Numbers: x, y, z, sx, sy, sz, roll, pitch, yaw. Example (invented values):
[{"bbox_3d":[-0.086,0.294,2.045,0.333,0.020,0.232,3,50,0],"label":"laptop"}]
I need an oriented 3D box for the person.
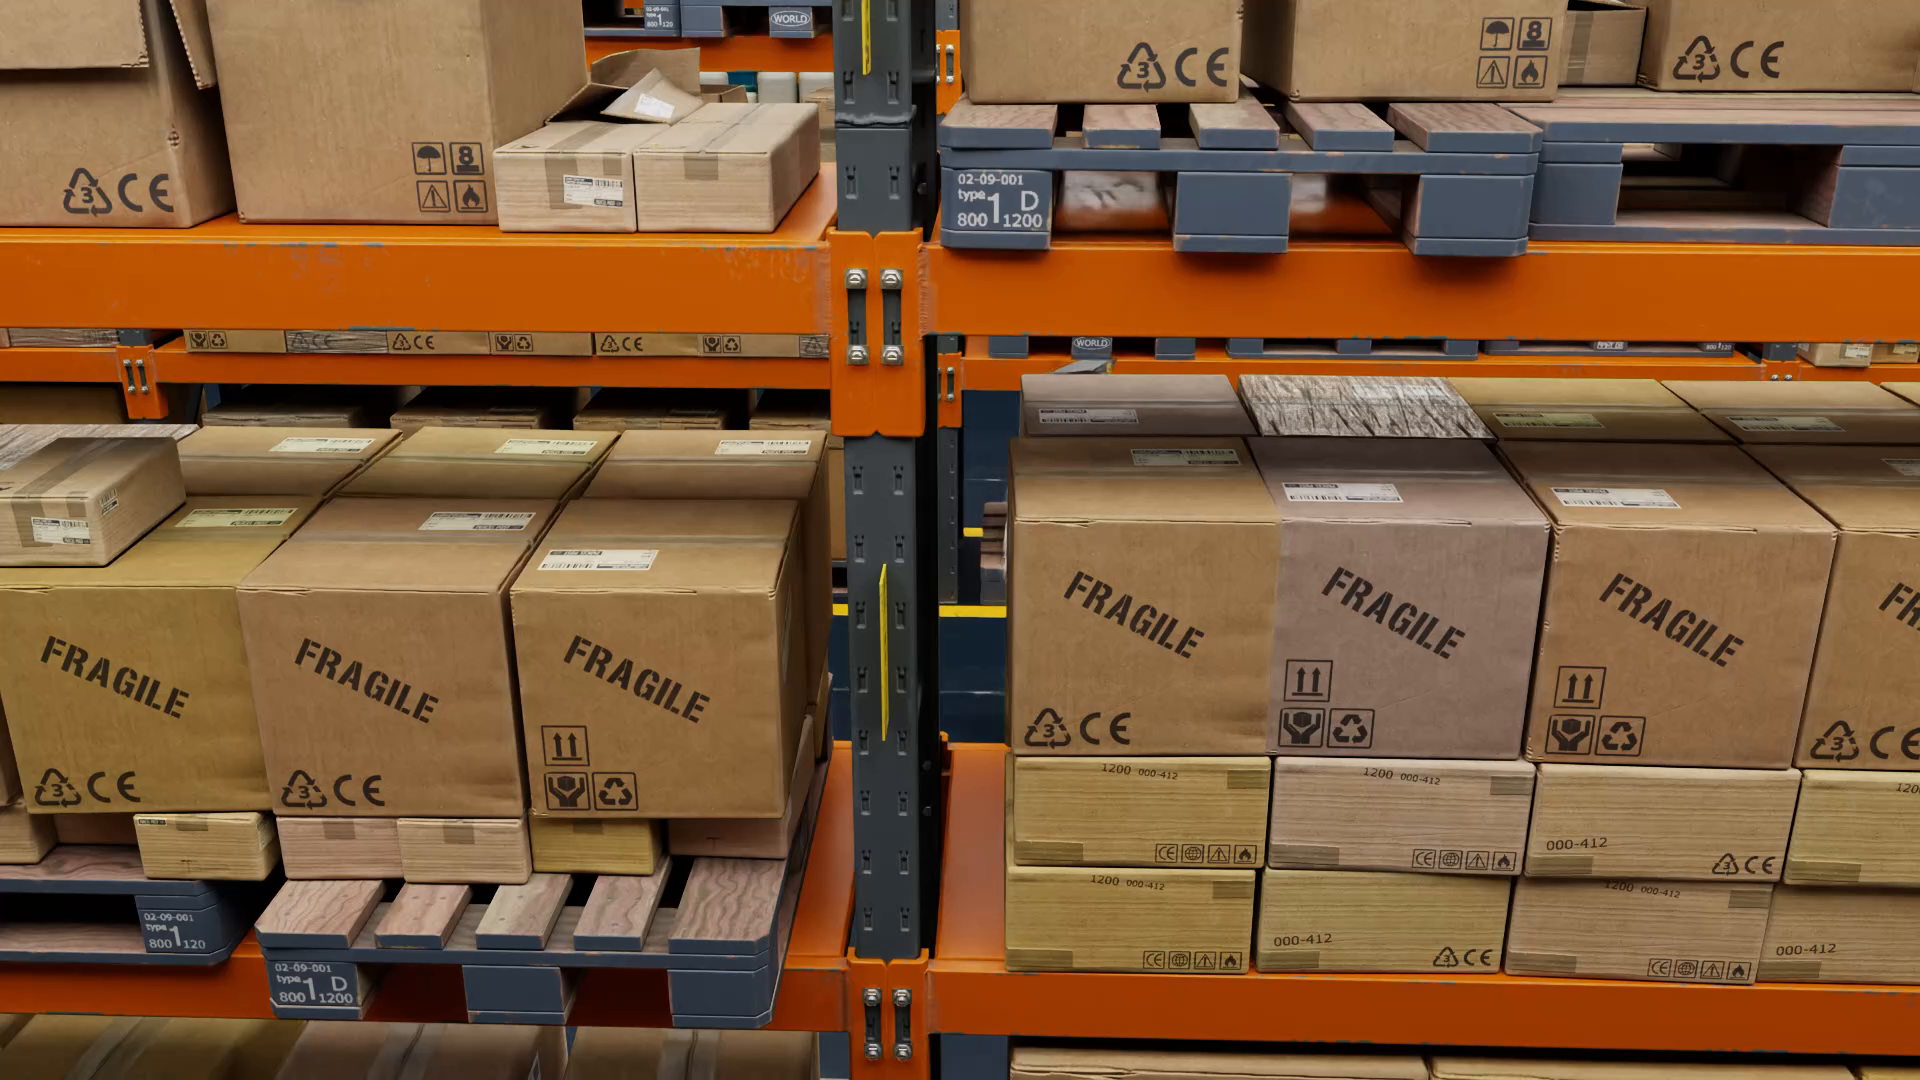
[{"bbox_3d":[0.440,0.038,6.910,0.477,1.663,0.509,20,28,41],"label":"person"}]
